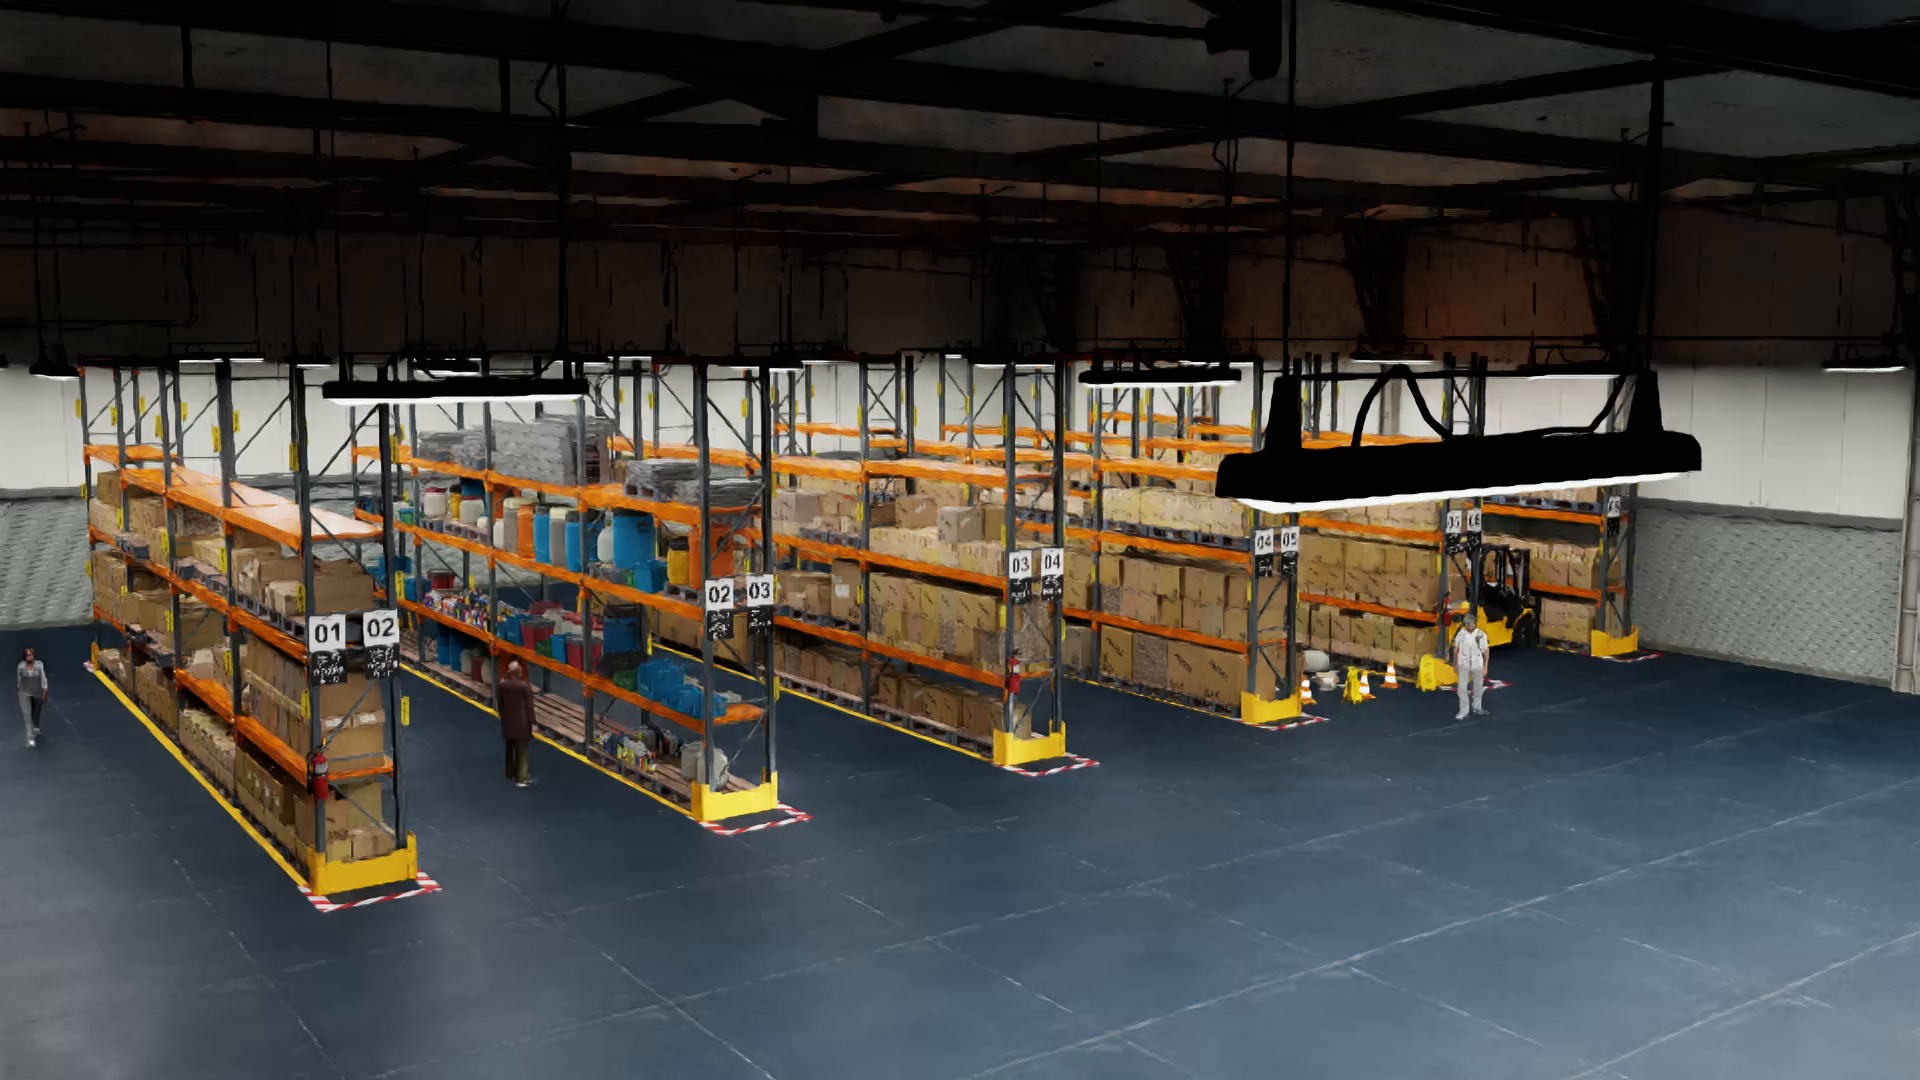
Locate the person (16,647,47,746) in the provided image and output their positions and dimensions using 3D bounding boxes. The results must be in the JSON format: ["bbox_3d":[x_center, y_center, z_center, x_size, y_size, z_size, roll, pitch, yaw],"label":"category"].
[{"bbox_3d":[-14.546,2.412,26.084,0.416,1.525,1.034,-5,9,-36],"label":"person"}]

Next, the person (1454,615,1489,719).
[{"bbox_3d":[8.575,2.101,27.843,0.597,1.744,0.585,3,7,20],"label":"person"}]

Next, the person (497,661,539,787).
[{"bbox_3d":[-6.253,2.579,23.577,0.638,1.785,0.514,3,8,24],"label":"person"}]
